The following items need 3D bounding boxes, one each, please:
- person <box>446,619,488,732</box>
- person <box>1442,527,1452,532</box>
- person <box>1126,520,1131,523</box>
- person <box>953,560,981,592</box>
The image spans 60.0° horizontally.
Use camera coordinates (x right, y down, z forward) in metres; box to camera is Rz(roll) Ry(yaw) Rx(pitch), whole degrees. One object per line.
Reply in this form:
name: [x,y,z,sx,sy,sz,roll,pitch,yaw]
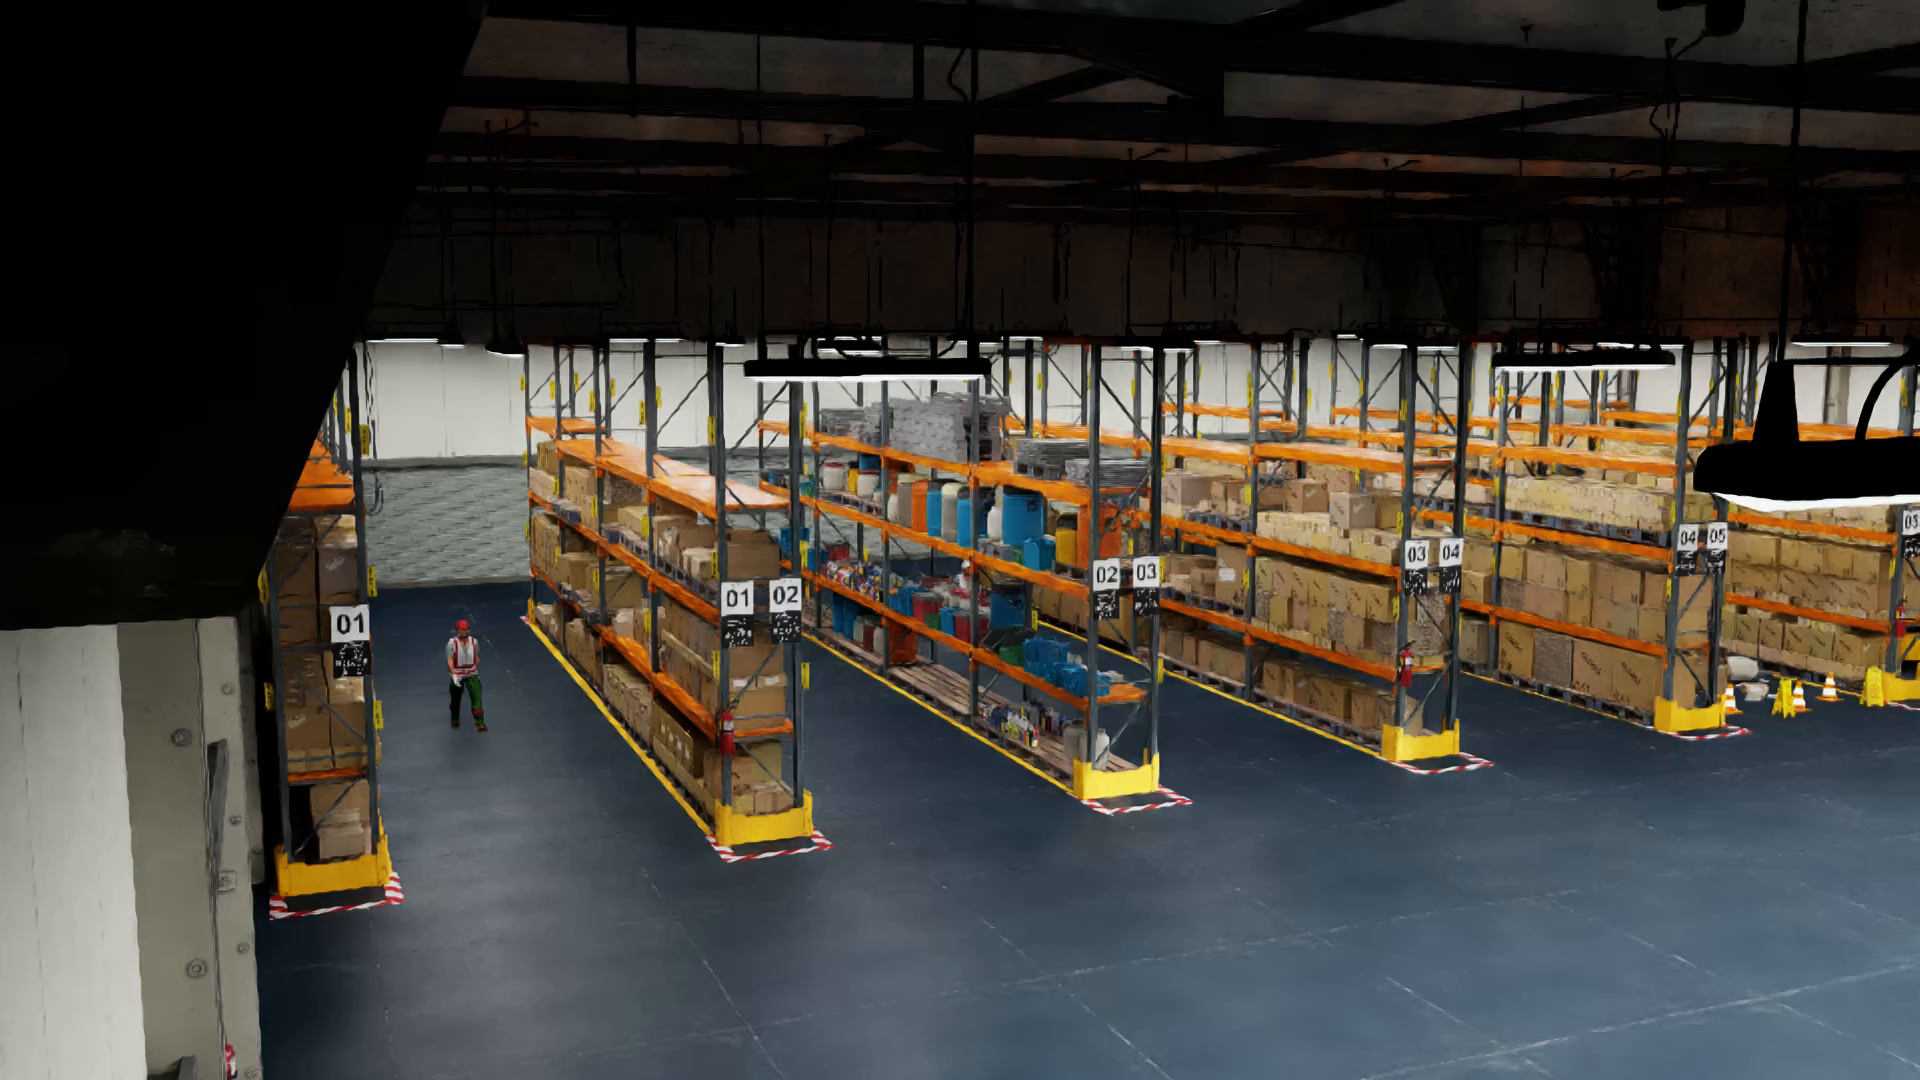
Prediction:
person: [-7.622,2.071,25.565,0.528,1.727,1.030,-4,9,-30]
person: [10.640,0.587,36.524,0.592,1.768,0.645,0,8,-2]
person: [3.953,0.291,39.511,0.479,1.567,1.079,-3,8,-20]
person: [0.142,1.234,31.902,0.564,1.736,1.044,-3,8,-23]
